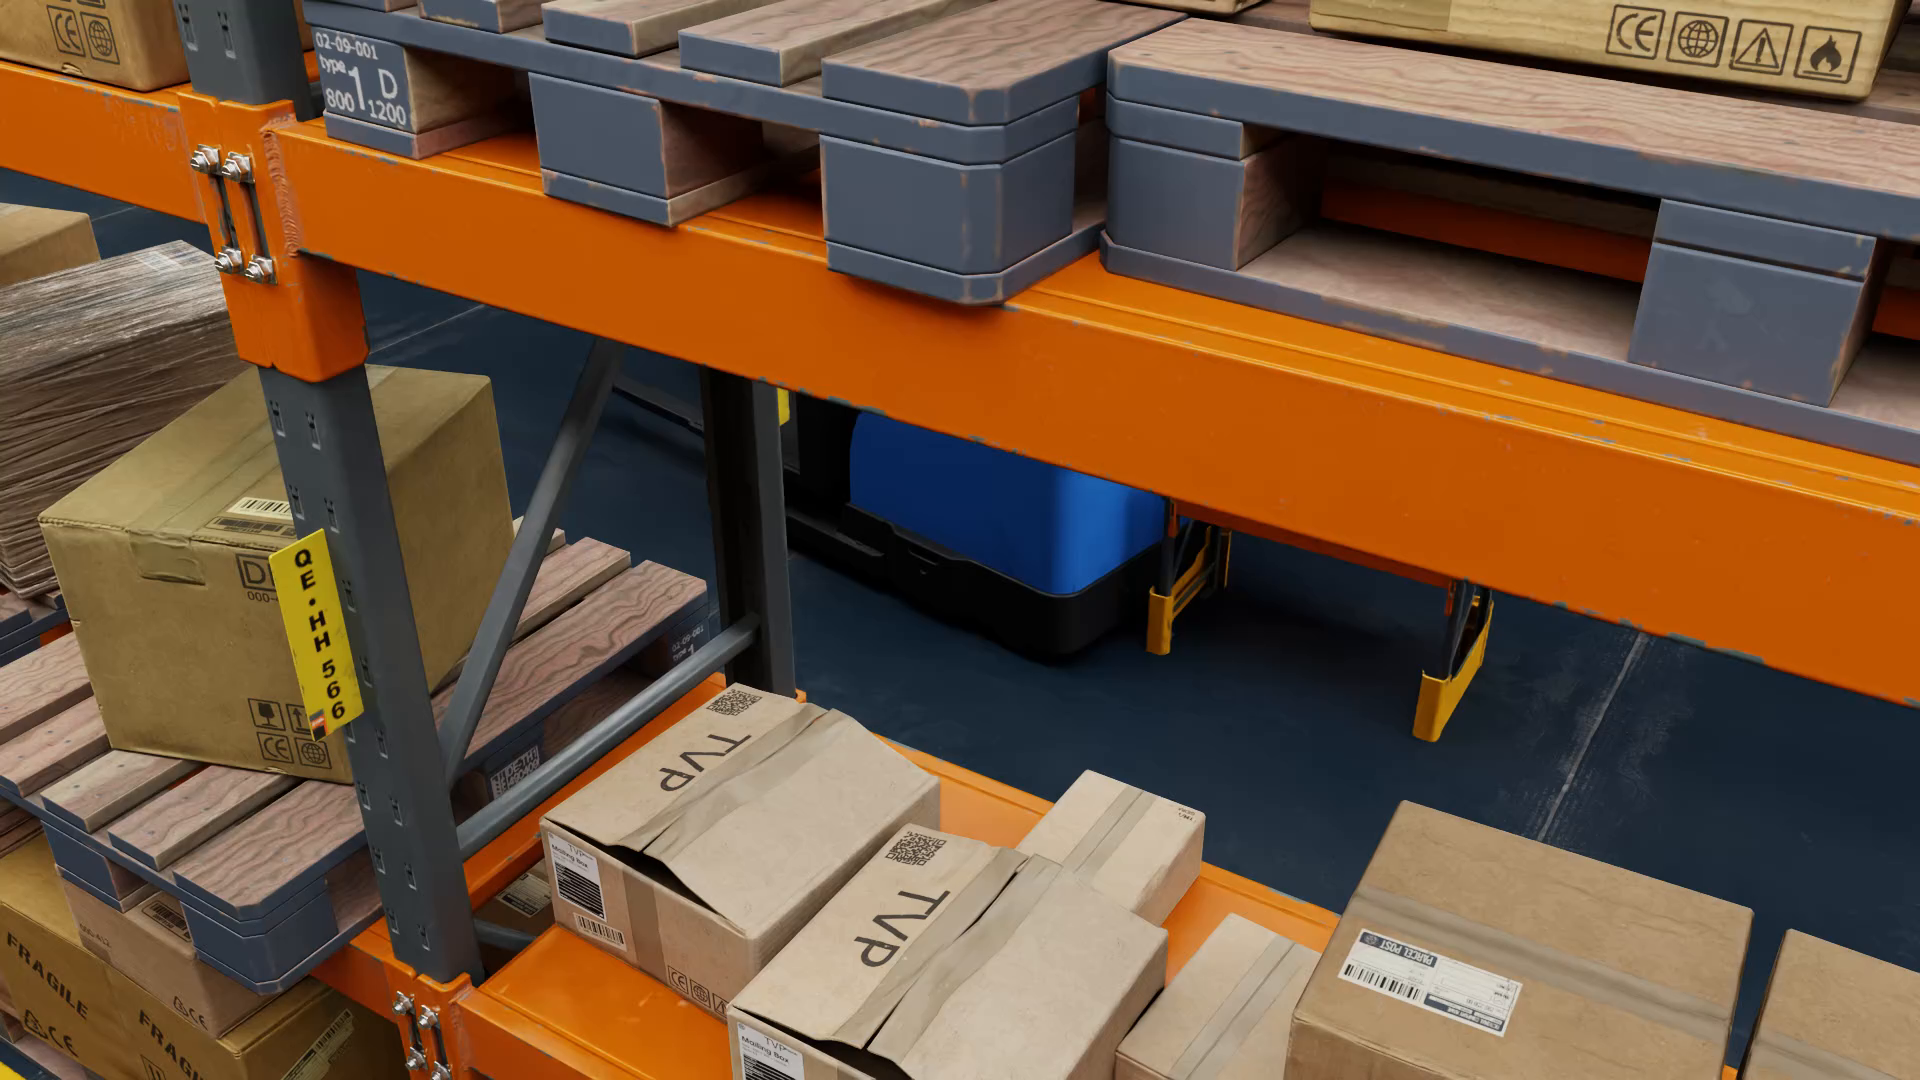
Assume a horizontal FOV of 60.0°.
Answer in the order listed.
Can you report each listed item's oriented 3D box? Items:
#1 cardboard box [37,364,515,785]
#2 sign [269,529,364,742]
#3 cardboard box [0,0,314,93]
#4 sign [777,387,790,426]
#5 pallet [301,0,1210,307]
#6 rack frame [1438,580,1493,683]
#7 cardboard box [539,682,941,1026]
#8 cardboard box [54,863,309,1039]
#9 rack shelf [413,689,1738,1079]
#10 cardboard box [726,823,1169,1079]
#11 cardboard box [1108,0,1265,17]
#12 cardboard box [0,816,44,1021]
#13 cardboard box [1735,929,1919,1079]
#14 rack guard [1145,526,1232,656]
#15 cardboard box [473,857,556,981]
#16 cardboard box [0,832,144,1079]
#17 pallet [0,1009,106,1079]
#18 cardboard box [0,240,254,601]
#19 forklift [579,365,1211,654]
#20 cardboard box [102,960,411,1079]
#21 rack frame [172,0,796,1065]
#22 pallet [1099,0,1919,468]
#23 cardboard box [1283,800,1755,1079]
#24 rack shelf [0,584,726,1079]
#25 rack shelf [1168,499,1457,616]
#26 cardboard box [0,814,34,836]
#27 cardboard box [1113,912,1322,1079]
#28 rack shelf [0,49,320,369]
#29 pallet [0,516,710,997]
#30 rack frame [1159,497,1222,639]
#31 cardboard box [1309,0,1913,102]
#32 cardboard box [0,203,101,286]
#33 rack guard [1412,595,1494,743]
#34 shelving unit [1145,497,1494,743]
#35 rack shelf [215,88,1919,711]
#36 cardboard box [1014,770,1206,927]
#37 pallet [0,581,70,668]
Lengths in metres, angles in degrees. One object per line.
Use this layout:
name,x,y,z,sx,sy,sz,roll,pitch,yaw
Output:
cardboard box,-1.258,0.030,3.207,0.500,0.500,0.700,6,31,11
sign,-0.945,0.143,2.458,0.005,0.325,0.100,18,35,27
cardboard box,-1.052,-1.067,2.525,0.500,0.500,0.910,18,35,27
sign,-0.373,-0.363,3.247,0.005,0.325,0.100,18,35,27
pallet,-0.043,-0.696,2.176,1.003,0.211,1.213,19,35,30
rack frame,1.724,-0.096,5.426,0.032,1.500,0.500,17,34,26
cardboard box,-0.380,0.529,2.954,0.500,0.311,0.500,20,36,30
cardboard box,-1.632,0.777,3.741,0.500,0.250,0.500,19,35,29
rack shelf,1.029,1.221,2.394,4.000,0.370,1.077,18,35,27
cardboard box,-0.010,0.736,2.601,0.500,0.311,0.500,17,34,27
cardboard box,0.203,-0.807,1.912,0.500,0.250,0.500,19,35,29
cardboard box,-2.468,0.837,4.382,0.500,0.500,0.500,16,34,26
cardboard box,1.211,0.915,2.105,0.500,0.500,0.500,18,35,27
rack guard,0.854,0.180,6.193,0.087,0.250,0.587,17,34,26
cardboard box,-0.898,1.021,4.068,0.500,0.500,0.500,19,35,29
cardboard box,-2.020,0.975,4.145,0.500,0.500,0.500,16,34,26
pallet,-2.306,1.036,4.765,1.213,0.211,1.003,18,35,27
cardboard box,-1.931,-0.297,3.766,0.500,0.500,0.700,25,39,36
forklift,-0.413,-1.483,6.384,3.031,2.935,1.130,24,38,35
cardboard box,-1.582,1.114,3.908,0.500,0.500,0.500,19,35,29
rack frame,-0.667,0.376,3.128,0.053,2.616,0.949,18,35,27
pallet,0.906,-0.397,1.665,1.213,0.211,1.003,19,35,30
cardboard box,0.765,0.774,2.347,0.500,0.500,0.500,16,34,25
rack shelf,-2.359,0.150,4.230,4.000,0.370,1.077,18,35,27
rack shelf,1.289,-0.073,5.743,1.000,0.185,0.538,17,34,26
cardboard box,-2.500,0.505,4.208,0.500,0.250,0.500,17,34,26
cardboard box,0.445,0.801,2.650,0.250,0.149,0.380,20,36,31
rack shelf,-2.359,-1.146,3.475,4.000,0.370,1.077,18,35,27
pallet,-1.276,0.306,3.439,1.003,0.211,1.213,18,35,27
rack frame,0.853,-0.360,5.879,0.032,1.500,0.500,17,34,26
cardboard box,0.681,-0.649,1.641,0.500,0.250,0.500,17,34,26
cardboard box,-2.524,-0.474,4.070,0.500,0.500,0.700,9,31,15
rack guard,1.708,0.439,5.750,0.087,0.250,0.587,17,34,26
shelving unit,1.281,-0.230,5.656,1.083,1.500,0.587,17,34,26
rack shelf,1.029,-0.074,1.638,4.000,0.370,1.077,18,35,27
cardboard box,0.244,0.606,2.983,0.250,0.149,0.380,18,35,27
pallet,-2.314,-0.061,4.069,1.213,0.211,1.003,18,35,27
